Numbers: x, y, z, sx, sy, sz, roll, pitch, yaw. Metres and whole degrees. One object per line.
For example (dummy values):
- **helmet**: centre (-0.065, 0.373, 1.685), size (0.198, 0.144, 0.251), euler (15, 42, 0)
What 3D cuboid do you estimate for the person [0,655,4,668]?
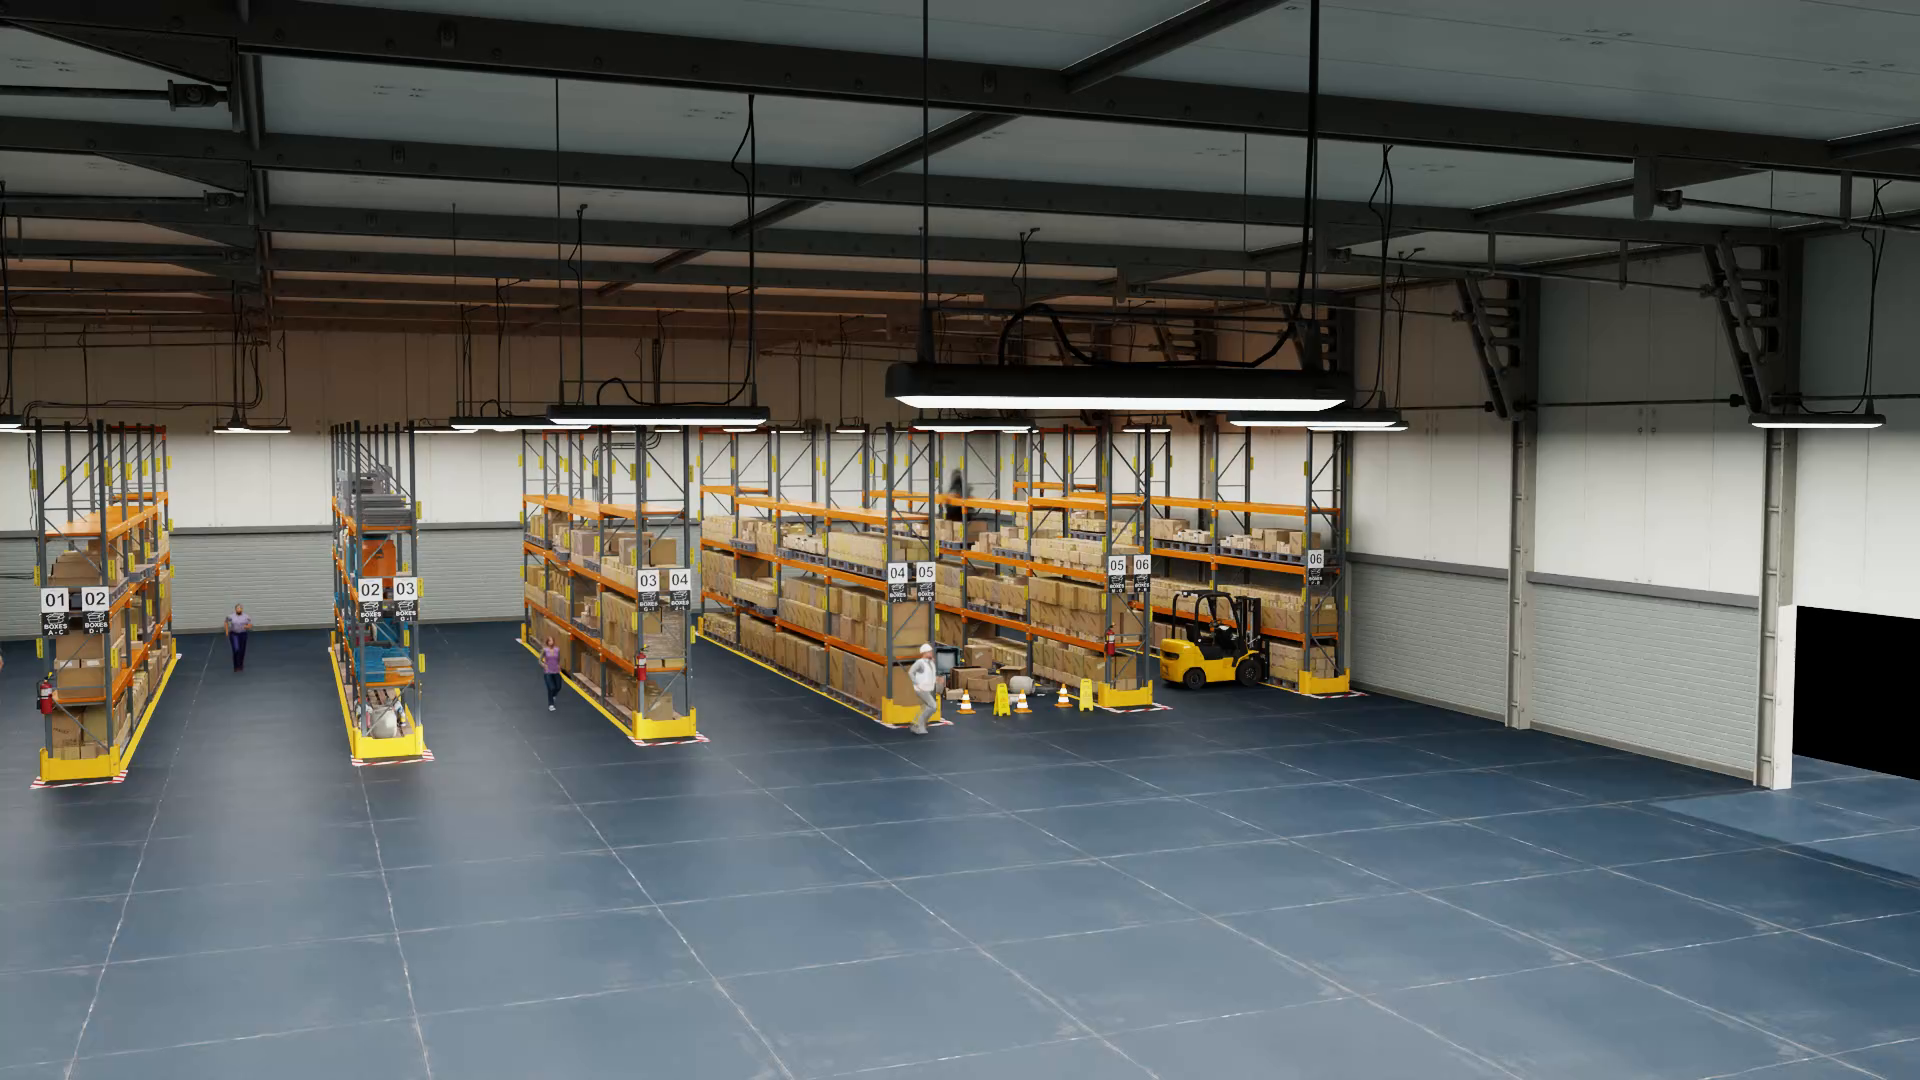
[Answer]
- **person**: centre (-19.618, 2.807, 33.520), size (0.624, 1.638, 0.514), euler (-2, 4, -27)

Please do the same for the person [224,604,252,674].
- **person**: centre (-17.483, 2.390, 40.319), size (0.565, 1.706, 0.823), euler (-2, 4, -34)

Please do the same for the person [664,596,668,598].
- **person**: centre (-8.698, 1.974, 47.543), size (0.739, 1.563, 0.497), euler (0, 4, 1)

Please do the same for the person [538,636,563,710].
- **person**: centre (-8.532, 2.776, 34.718), size (0.532, 1.550, 0.559), euler (-2, 4, -27)

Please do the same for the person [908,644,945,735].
- **person**: centre (-0.661, 2.855, 31.864), size (0.733, 1.731, 0.600), euler (2, 4, 28)
